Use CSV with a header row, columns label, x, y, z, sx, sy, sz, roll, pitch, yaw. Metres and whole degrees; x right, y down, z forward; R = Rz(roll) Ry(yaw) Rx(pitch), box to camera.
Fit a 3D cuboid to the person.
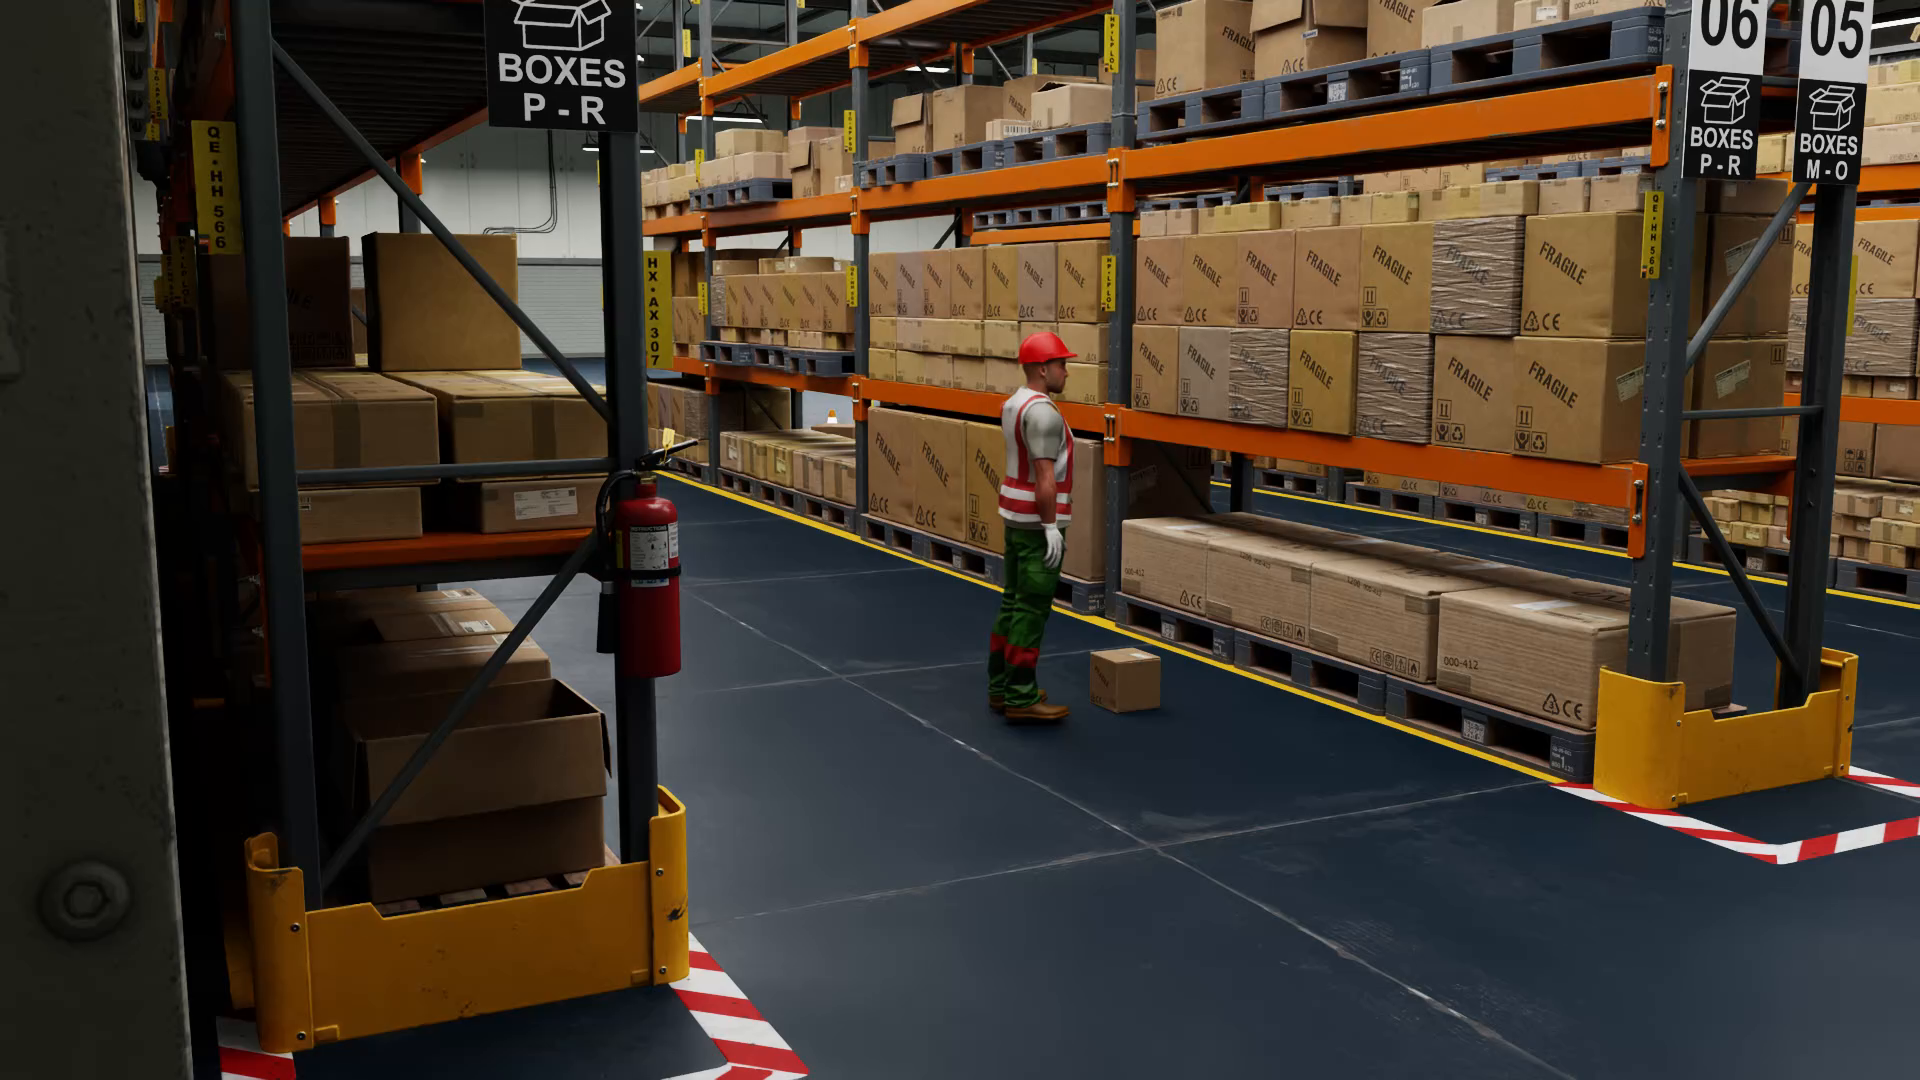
label,x,y,z,sx,sy,sz,roll,pitch,yaw
person,0.364,-0.067,7.725,0.385,1.786,0.566,-3,9,-17
